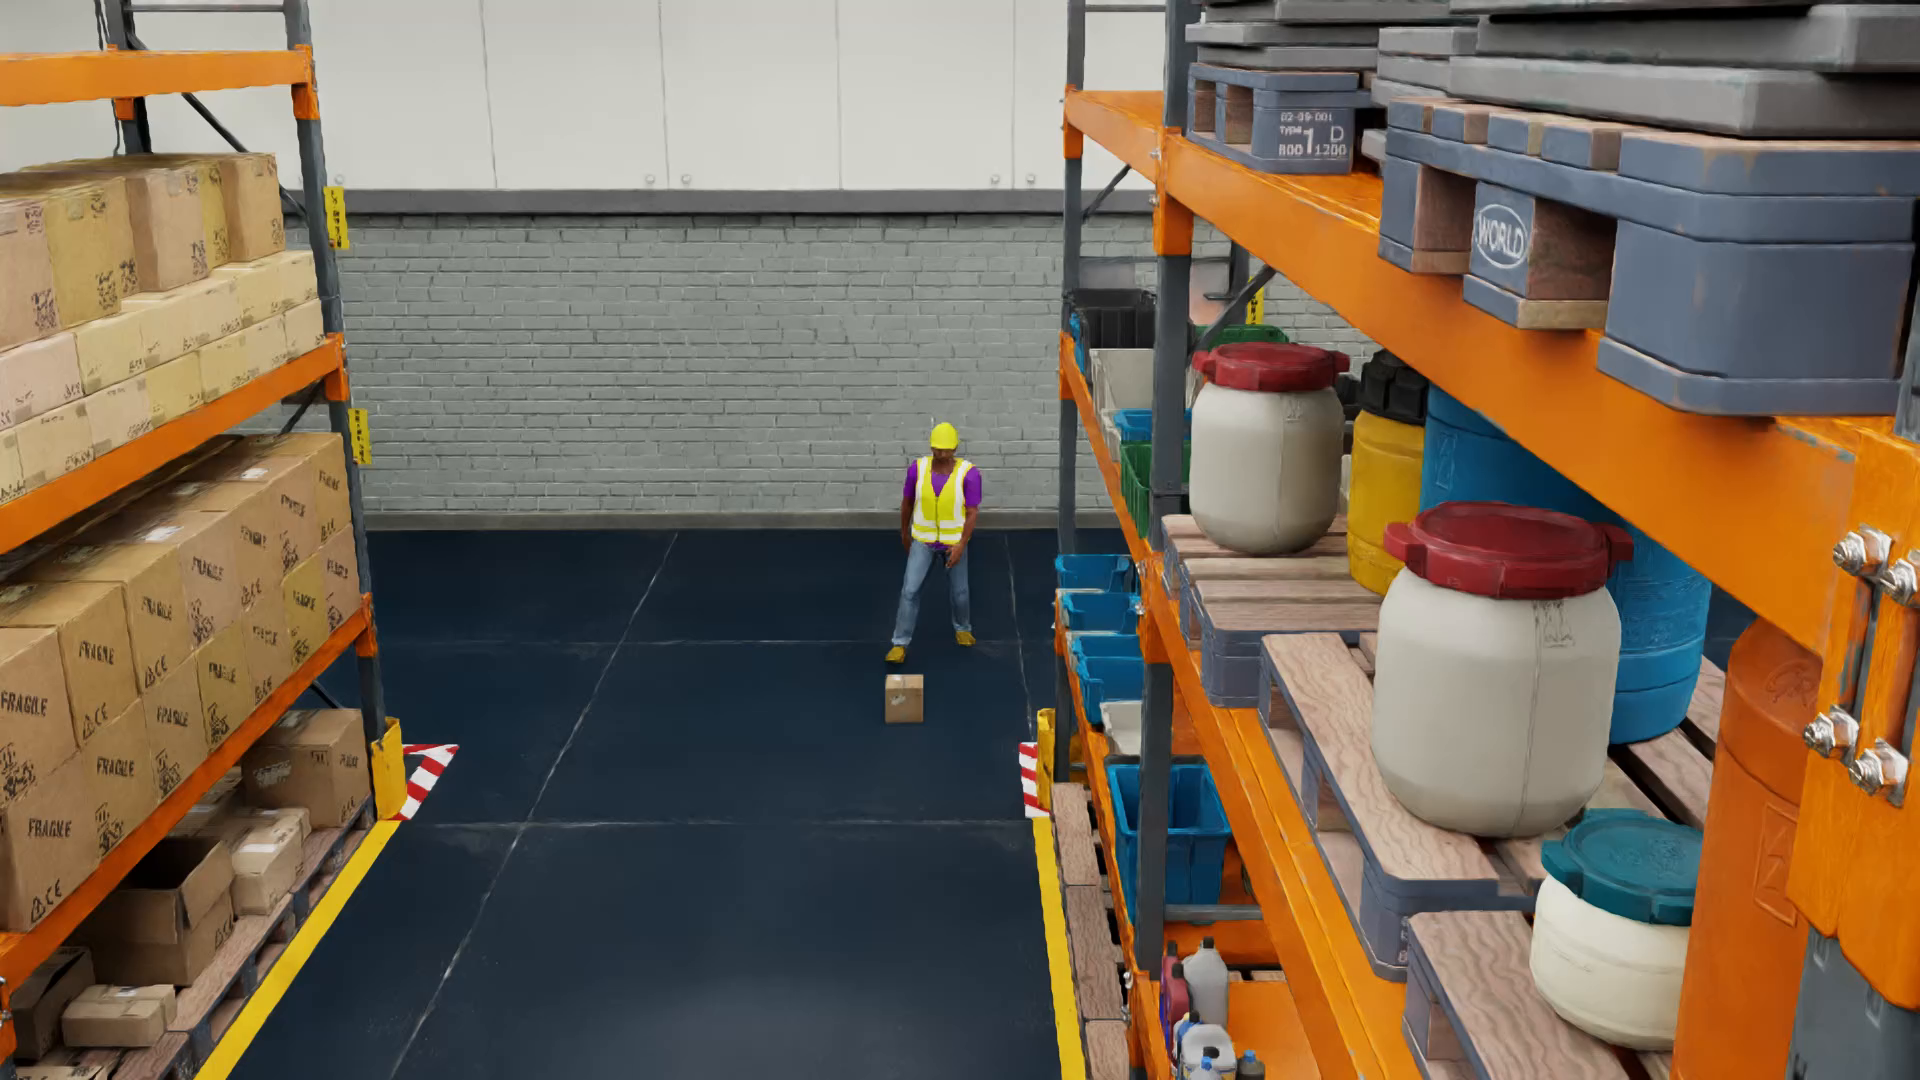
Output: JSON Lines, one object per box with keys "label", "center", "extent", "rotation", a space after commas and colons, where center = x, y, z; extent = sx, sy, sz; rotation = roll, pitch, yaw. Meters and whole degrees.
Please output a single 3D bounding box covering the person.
{"label": "person", "center": [-0.184, 0.000, 12.004], "extent": [0.663, 1.740, 0.771], "rotation": [2, 17, 6]}
